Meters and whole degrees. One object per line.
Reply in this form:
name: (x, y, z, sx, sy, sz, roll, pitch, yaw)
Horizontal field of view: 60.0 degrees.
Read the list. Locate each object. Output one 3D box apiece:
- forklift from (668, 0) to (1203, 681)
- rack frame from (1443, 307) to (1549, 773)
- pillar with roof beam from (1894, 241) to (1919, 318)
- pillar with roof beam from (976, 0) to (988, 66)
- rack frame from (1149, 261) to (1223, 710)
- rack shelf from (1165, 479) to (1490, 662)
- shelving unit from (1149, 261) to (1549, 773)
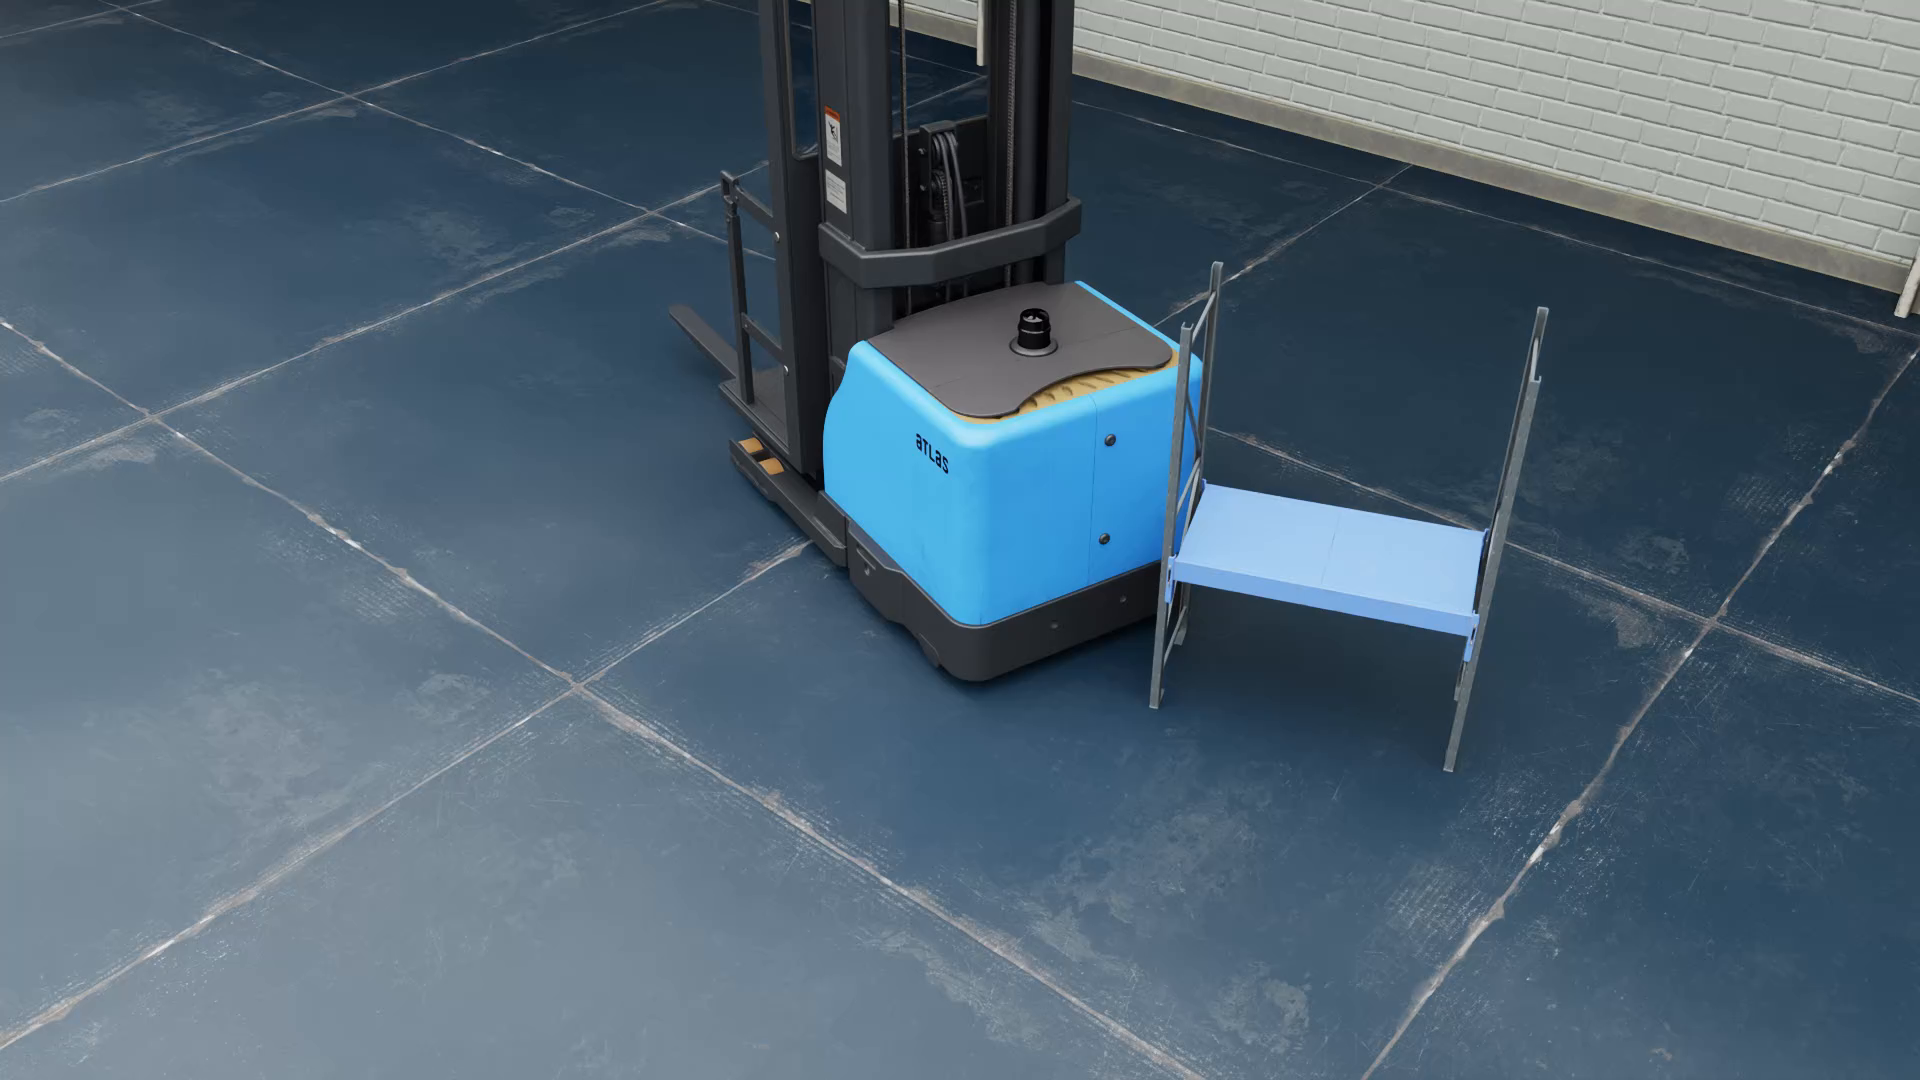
forklift: (-0.327, -1.510, 6.360, 1.130, 2.935, 3.031, -19, 39, -26)
rack frame: (1.726, 0.031, 5.380, 0.032, 1.500, 0.500, 11, 36, 15)
pillar with roof beam: (2.217, -2.970, 3.126, 0.400, 9.000, 9.100, 25, 42, 32)
pillar with roof beam: (-2.394, -5.144, 6.291, 0.400, 9.000, 9.100, 25, 42, 32)
rack frame: (0.764, -0.154, 5.650, 0.032, 1.500, 0.500, 11, 36, 15)
rack shelf: (1.245, 0.087, 5.616, 1.000, 0.185, 0.538, 11, 36, 15)
shelving unit: (1.245, -0.061, 5.515, 1.048, 1.500, 0.538, 11, 36, 15)
